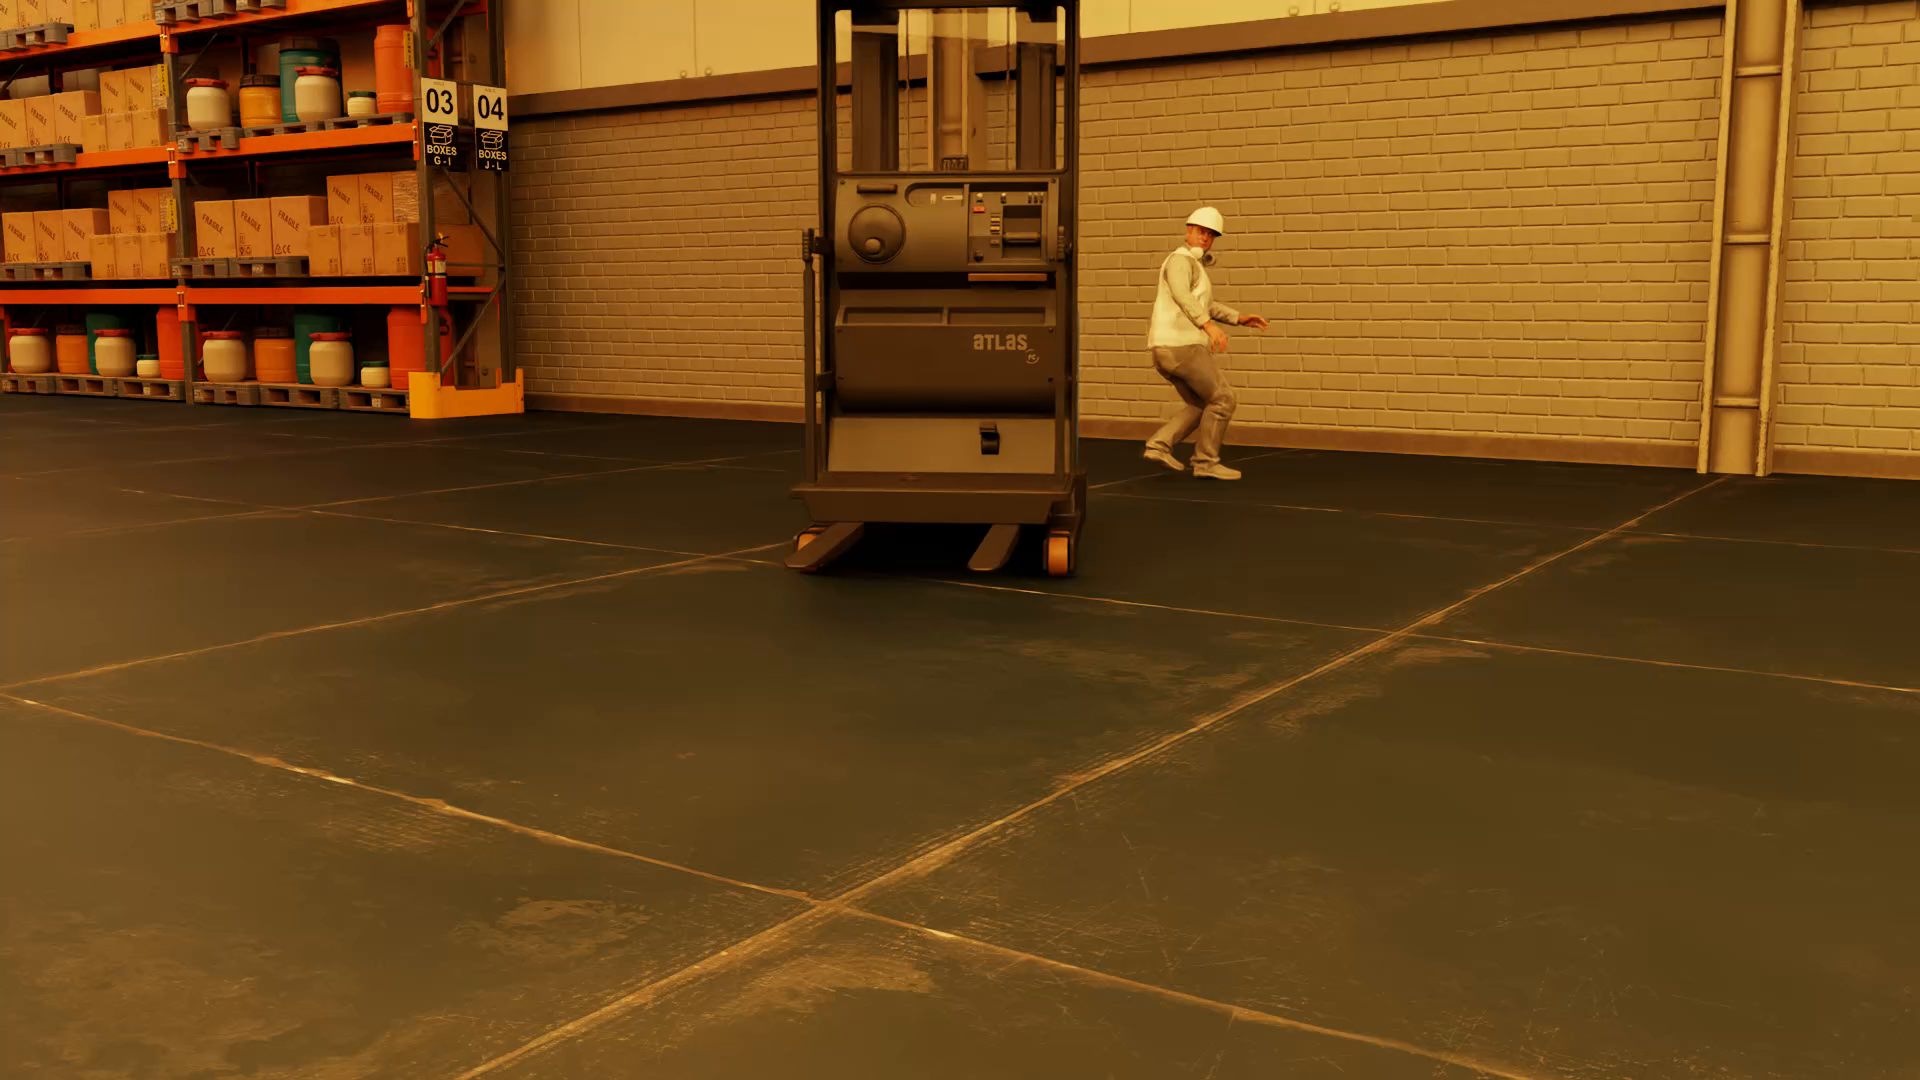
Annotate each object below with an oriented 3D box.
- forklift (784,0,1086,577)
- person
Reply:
[{"bbox_3d":[-0.074,-1.352,6.698,1.130,2.935,3.031,1,8,6],"label":"forklift"},{"bbox_3d":[1.518,-1.189,10.104,0.782,1.652,0.835,0,8,-1],"label":"person"}]
